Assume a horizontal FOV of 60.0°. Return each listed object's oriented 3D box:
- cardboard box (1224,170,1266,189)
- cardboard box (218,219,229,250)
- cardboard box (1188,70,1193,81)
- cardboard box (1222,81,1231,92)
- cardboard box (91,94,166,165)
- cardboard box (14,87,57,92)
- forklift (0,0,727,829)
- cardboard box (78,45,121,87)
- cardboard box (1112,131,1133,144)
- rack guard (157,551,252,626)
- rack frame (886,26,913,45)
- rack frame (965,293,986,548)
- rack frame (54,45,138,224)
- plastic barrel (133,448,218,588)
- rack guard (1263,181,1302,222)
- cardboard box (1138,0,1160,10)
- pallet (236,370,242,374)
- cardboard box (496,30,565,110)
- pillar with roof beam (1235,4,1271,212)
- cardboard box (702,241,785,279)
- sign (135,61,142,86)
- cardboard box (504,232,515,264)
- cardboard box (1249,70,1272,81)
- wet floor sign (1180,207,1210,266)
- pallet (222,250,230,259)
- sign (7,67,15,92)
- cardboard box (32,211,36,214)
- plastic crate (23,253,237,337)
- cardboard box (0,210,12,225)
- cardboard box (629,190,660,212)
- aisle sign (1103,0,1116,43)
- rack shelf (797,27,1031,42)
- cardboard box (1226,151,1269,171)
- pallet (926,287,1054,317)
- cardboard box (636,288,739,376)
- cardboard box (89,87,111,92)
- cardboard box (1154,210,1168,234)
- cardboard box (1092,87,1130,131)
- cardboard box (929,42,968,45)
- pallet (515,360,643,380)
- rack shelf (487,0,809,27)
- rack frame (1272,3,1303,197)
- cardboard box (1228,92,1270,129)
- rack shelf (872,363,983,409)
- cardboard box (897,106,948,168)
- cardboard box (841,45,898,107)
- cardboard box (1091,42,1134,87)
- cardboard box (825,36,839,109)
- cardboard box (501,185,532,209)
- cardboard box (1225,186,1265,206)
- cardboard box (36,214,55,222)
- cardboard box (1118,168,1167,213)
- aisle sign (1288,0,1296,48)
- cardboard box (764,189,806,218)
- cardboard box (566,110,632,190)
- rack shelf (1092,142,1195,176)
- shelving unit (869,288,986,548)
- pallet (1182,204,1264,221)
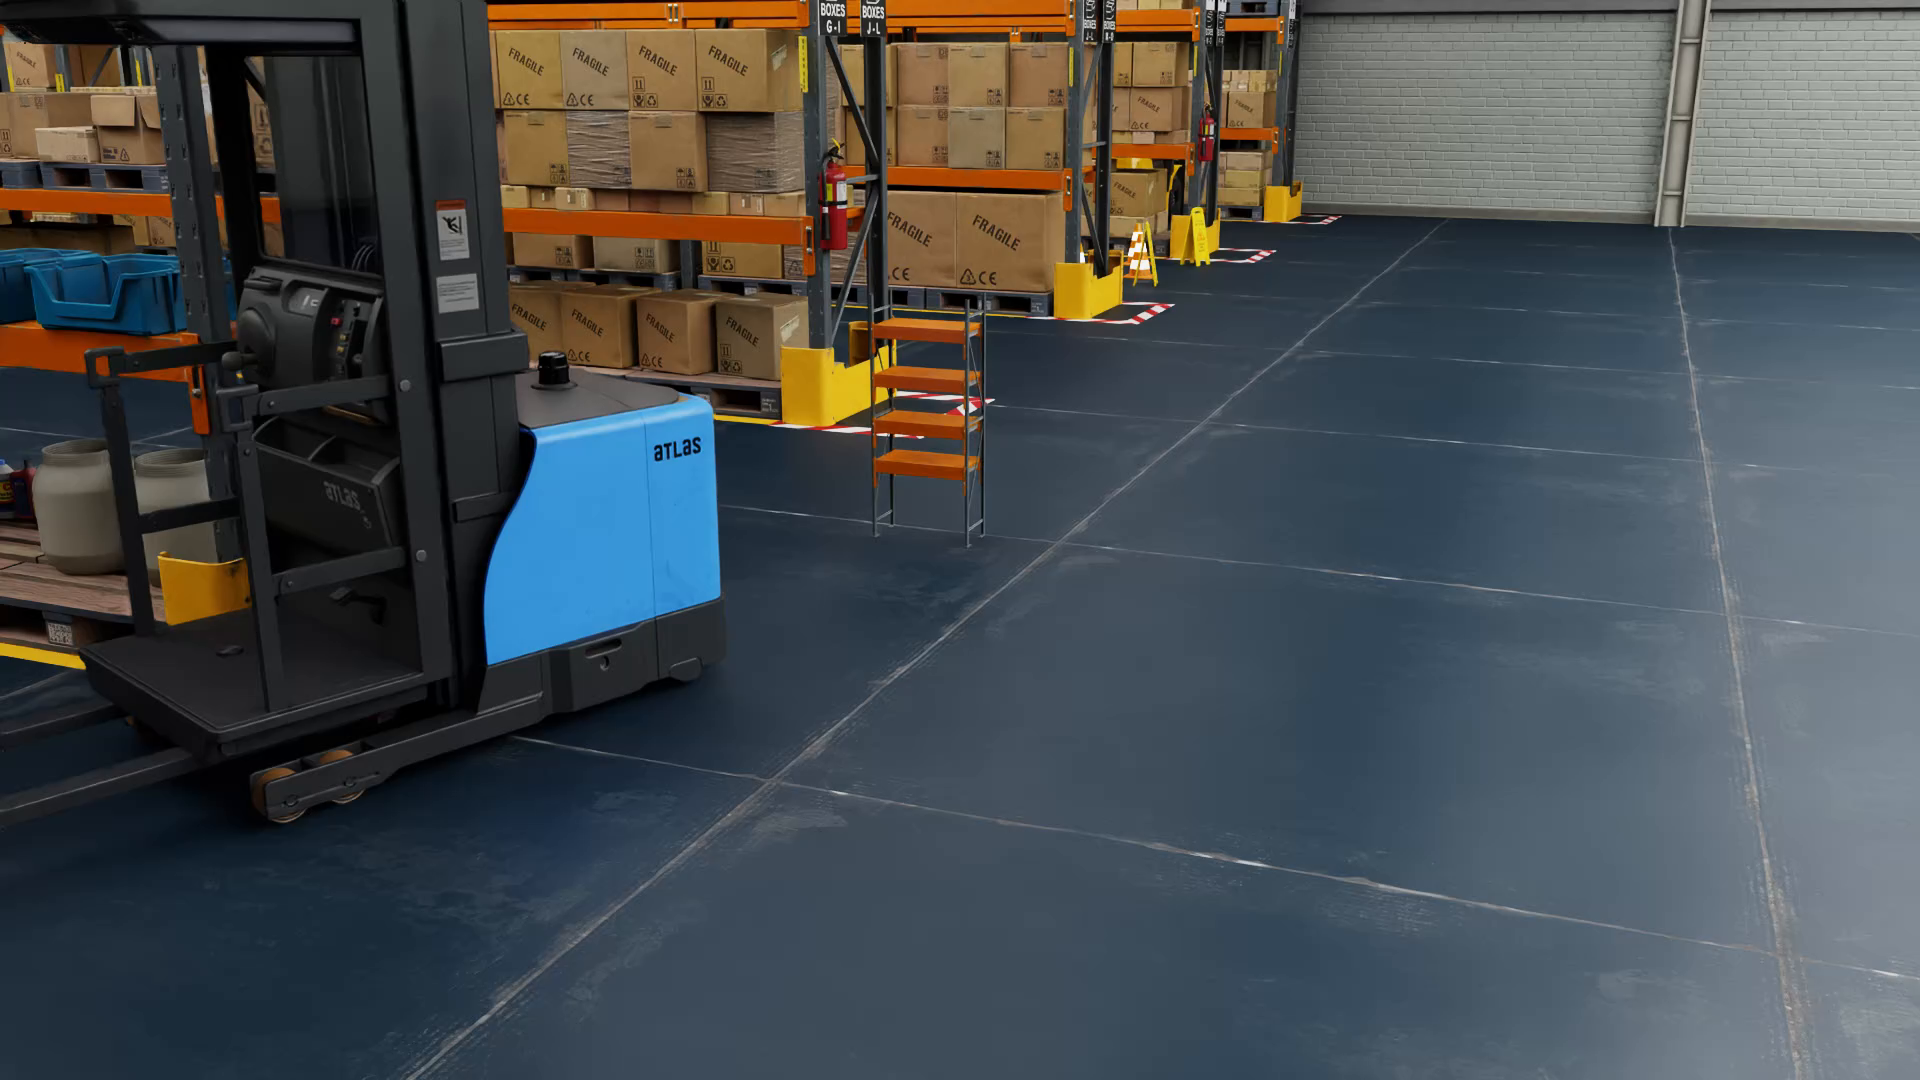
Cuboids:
[{"bbox_3d":[4.158,-5.271,24.230,0.500,0.250,0.500,6,17,20],"label":"cardboard box"},{"bbox_3d":[-7.945,-3.522,18.655,0.500,0.500,0.500,5,17,18],"label":"cardboard box"},{"bbox_3d":[3.333,-6.744,24.149,0.250,0.149,0.380,7,18,22],"label":"cardboard box"},{"bbox_3d":[3.832,-6.564,24.060,0.250,0.149,0.380,7,17,22],"label":"cardboard box"},{"bbox_3d":[-6.096,-3.136,12.659,0.637,0.503,0.797,8,18,26],"label":"cardboard box"},{"bbox_3d":[-10.532,-4.993,19.280,0.500,0.500,0.500,6,17,21],"label":"cardboard box"},{"bbox_3d":[-2.273,-0.691,5.298,1.130,2.935,3.031,15,22,41],"label":"forklift"},{"bbox_3d":[-10.308,-5.607,19.600,0.500,0.500,0.500,7,17,22],"label":"cardboard box"},{"bbox_3d":[1.974,-4.784,19.722,0.250,0.149,0.380,6,17,20],"label":"cardboard box"},{"bbox_3d":[-2.634,0.167,6.702,0.348,0.500,1.175,6,17,21],"label":"rack guard"},{"bbox_3d":[-0.814,-5.302,21.057,0.127,3.000,1.000,6,17,21],"label":"rack frame"},{"bbox_3d":[0.073,-0.568,7.979,0.015,1.200,0.240,6,17,21],"label":"rack frame"},{"bbox_3d":[-9.978,-4.826,19.418,0.127,3.000,1.000,6,17,21],"label":"rack frame"},{"bbox_3d":[-3.186,-0.092,6.821,0.421,0.512,0.421,0,16,0],"label":"plastic barrel"},{"bbox_3d":[4.747,-4.978,24.423,0.348,0.500,1.175,6,17,21],"label":"rack guard"},{"bbox_3d":[2.229,-6.194,19.198,0.250,0.149,0.380,6,17,21],"label":"cardboard box"},{"bbox_3d":[-5.175,-1.472,12.865,1.213,0.211,1.003,6,17,21],"label":"pallet"},{"bbox_3d":[-2.725,-3.141,11.105,0.500,0.500,0.500,6,17,21],"label":"cardboard box"},{"bbox_3d":[2.829,-8.250,20.451,0.400,9.000,9.100,6,17,21],"label":"pillar with roof beam"},{"bbox_3d":[-1.977,-3.107,16.552,0.875,0.875,0.875,7,17,21],"label":"cardboard box"},{"bbox_3d":[-9.778,-5.527,19.753,0.005,0.325,0.100,6,17,21],"label":"sign"},{"bbox_3d":[-4.909,-3.364,17.663,0.750,0.750,1.050,7,17,21],"label":"cardboard box"},{"bbox_3d":[4.315,-6.665,23.875,0.250,0.149,0.380,6,17,21],"label":"cardboard box"},{"bbox_3d":[2.691,-3.465,18.953,0.232,0.644,0.267,14,21,40],"label":"wet floor sign"},{"bbox_3d":[-8.114,-3.283,19.105,1.213,0.211,1.003,6,17,21],"label":"pallet"},{"bbox_3d":[-7.981,-3.801,13.951,0.005,0.325,0.100,6,17,21],"label":"sign"},{"bbox_3d":[-10.891,-3.953,19.702,0.250,0.149,0.380,6,17,20],"label":"cardboard box"},{"bbox_3d":[-3.122,-0.940,6.299,0.616,0.251,0.499,6,17,21],"label":"plastic crate"},{"bbox_3d":[-8.805,-2.398,14.112,0.875,0.875,1.225,5,17,18],"label":"cardboard box"},{"bbox_3d":[-1.998,-2.281,11.103,0.250,0.149,0.380,6,17,21],"label":"cardboard box"},{"bbox_3d":[1.361,-4.918,15.070,0.004,0.787,0.394,6,17,21],"label":"aisle sign"},{"bbox_3d":[-0.856,-7.889,25.879,4.000,0.370,1.077,6,17,21],"label":"rack shelf"},{"bbox_3d":[4.182,-5.508,24.152,0.500,0.250,0.500,7,18,22],"label":"cardboard box"},{"bbox_3d":[0.413,-2.321,15.790,1.213,0.211,1.003,6,17,21],"label":"pallet"},{"bbox_3d":[-1.872,-1.444,11.499,0.500,0.500,0.500,12,20,35],"label":"cardboard box"},{"bbox_3d":[-9.519,-5.006,18.669,0.250,0.149,0.380,7,18,22],"label":"cardboard box"},{"bbox_3d":[2.258,-3.928,20.503,0.500,0.250,0.500,6,17,20],"label":"cardboard box"},{"bbox_3d":[1.837,-5.120,19.717,0.500,0.500,0.500,6,17,21],"label":"cardboard box"},{"bbox_3d":[-0.017,-5.814,20.314,0.500,0.500,0.700,6,17,21],"label":"cardboard box"},{"bbox_3d":[-2.673,-1.209,11.959,1.213,0.211,1.003,6,17,21],"label":"pallet"},{"bbox_3d":[-2.589,-3.622,11.181,4.000,0.370,1.077,6,17,21],"label":"rack shelf"},{"bbox_3d":[4.725,-6.181,24.083,0.127,3.000,1.000,6,17,21],"label":"rack frame"},{"bbox_3d":[4.171,-6.211,24.008,0.500,0.500,0.500,6,17,19],"label":"cardboard box"},{"bbox_3d":[-0.154,-0.743,8.021,0.480,0.148,0.258,6,17,21],"label":"rack shelf"},{"bbox_3d":[-0.171,-3.837,15.743,0.550,0.550,0.875,6,17,21],"label":"cardboard box"},{"bbox_3d":[-0.703,-4.383,15.684,0.500,0.550,0.875,6,17,21],"label":"cardboard box"},{"bbox_3d":[1.884,-5.613,19.622,0.500,0.500,0.700,6,17,21],"label":"cardboard box"},{"bbox_3d":[-1.140,-3.121,11.036,0.500,0.500,0.500,6,17,21],"label":"cardboard box"},{"bbox_3d":[-2.960,-2.361,11.377,0.250,0.149,0.380,6,17,21],"label":"cardboard box"},{"bbox_3d":[4.172,-5.028,24.291,0.500,0.250,0.500,6,17,21],"label":"cardboard box"},{"bbox_3d":[-10.644,-3.776,19.626,0.250,0.149,0.380,5,17,18],"label":"cardboard box"},{"bbox_3d":[2.236,-4.291,20.407,0.500,0.500,0.500,6,17,19],"label":"cardboard box"},{"bbox_3d":[4.678,-7.346,23.435,0.004,0.787,0.394,6,17,21],"label":"aisle sign"},{"bbox_3d":[-1.070,-2.178,10.745,0.250,0.149,0.380,6,17,21],"label":"cardboard box"},{"bbox_3d":[-2.189,-2.659,11.241,0.500,0.500,0.875,6,17,21],"label":"cardboard box"},{"bbox_3d":[1.047,-4.752,20.452,4.000,0.370,1.077,6,17,21],"label":"rack shelf"},{"bbox_3d":[-0.154,-0.593,8.065,0.503,1.200,0.258,6,17,21],"label":"shelving unit"},{"bbox_3d":[3.998,-4.909,24.704,1.213,0.211,1.003,6,17,21],"label":"pallet"}]
